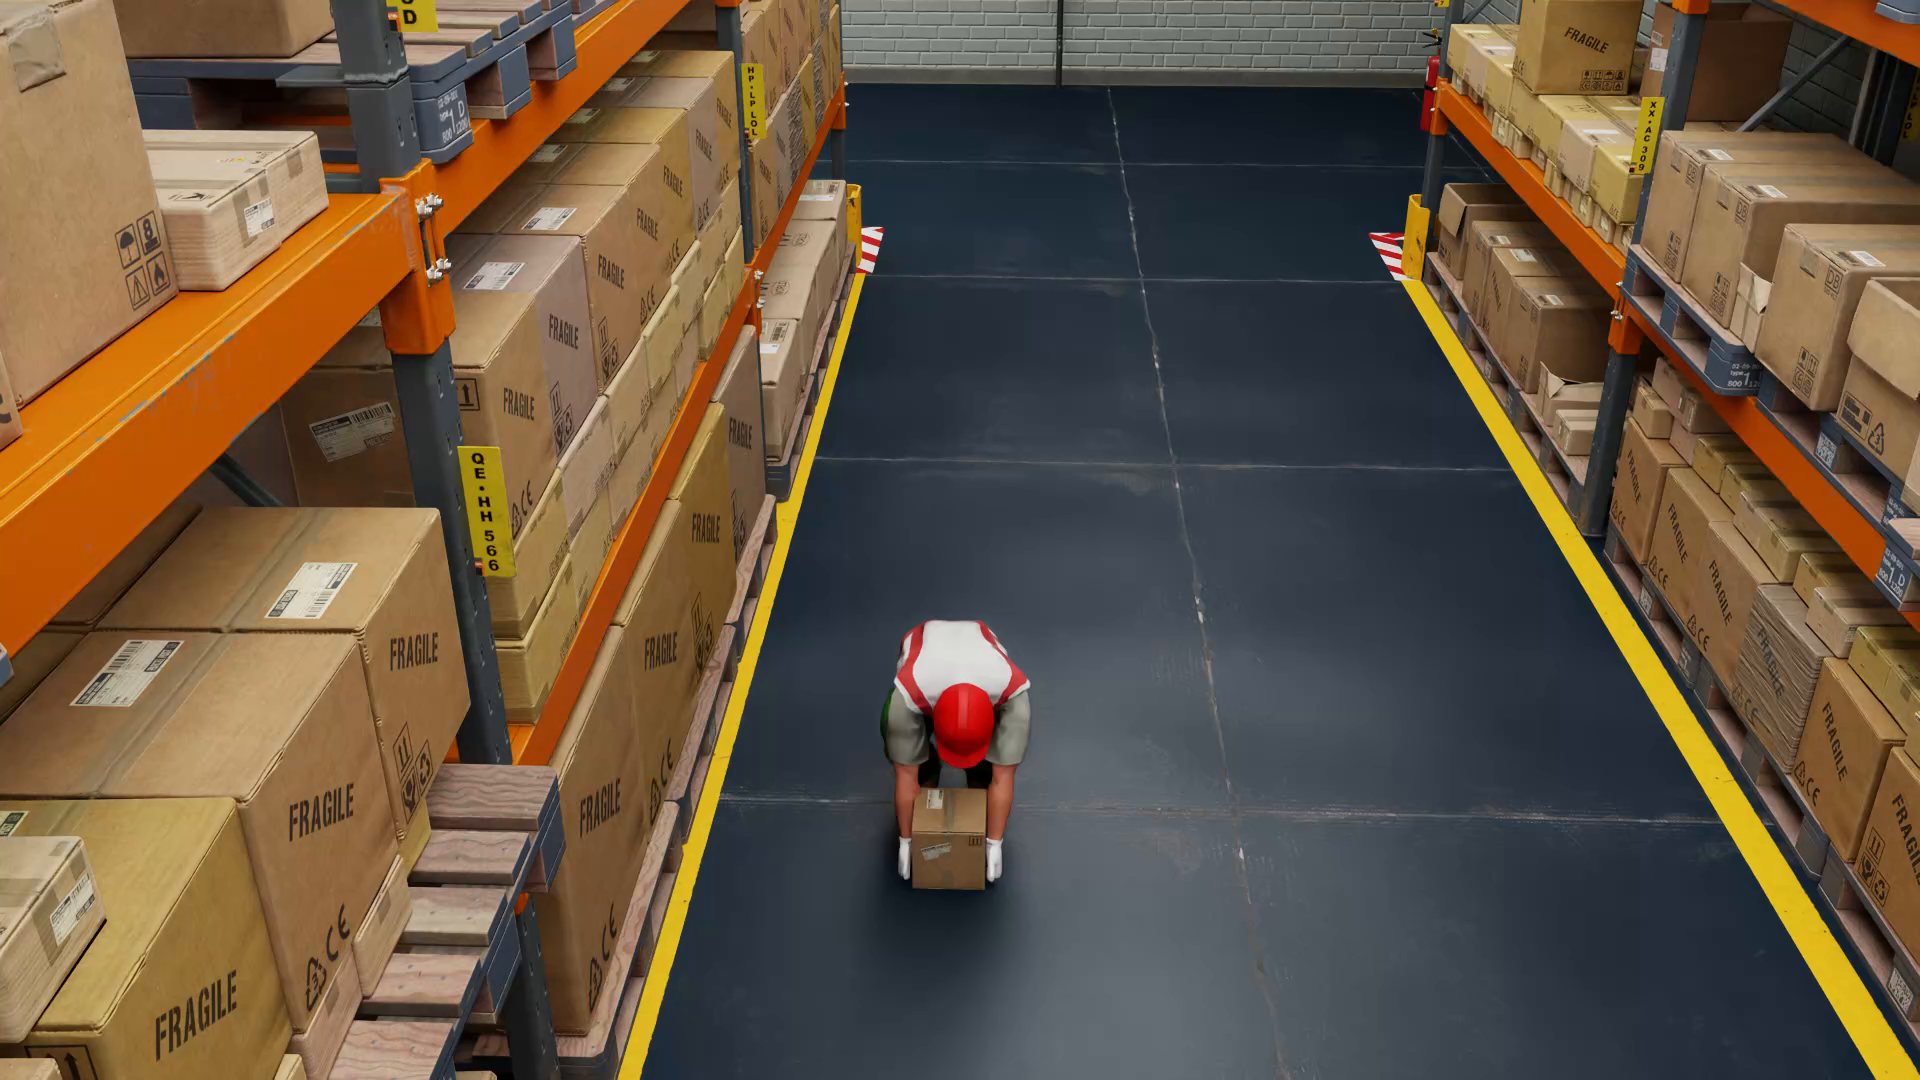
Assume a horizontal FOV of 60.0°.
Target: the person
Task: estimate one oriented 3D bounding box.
[{"bbox_3d":[-0.027,0.547,5.794,0.492,1.095,0.965,0,28,1],"label":"person"}]
